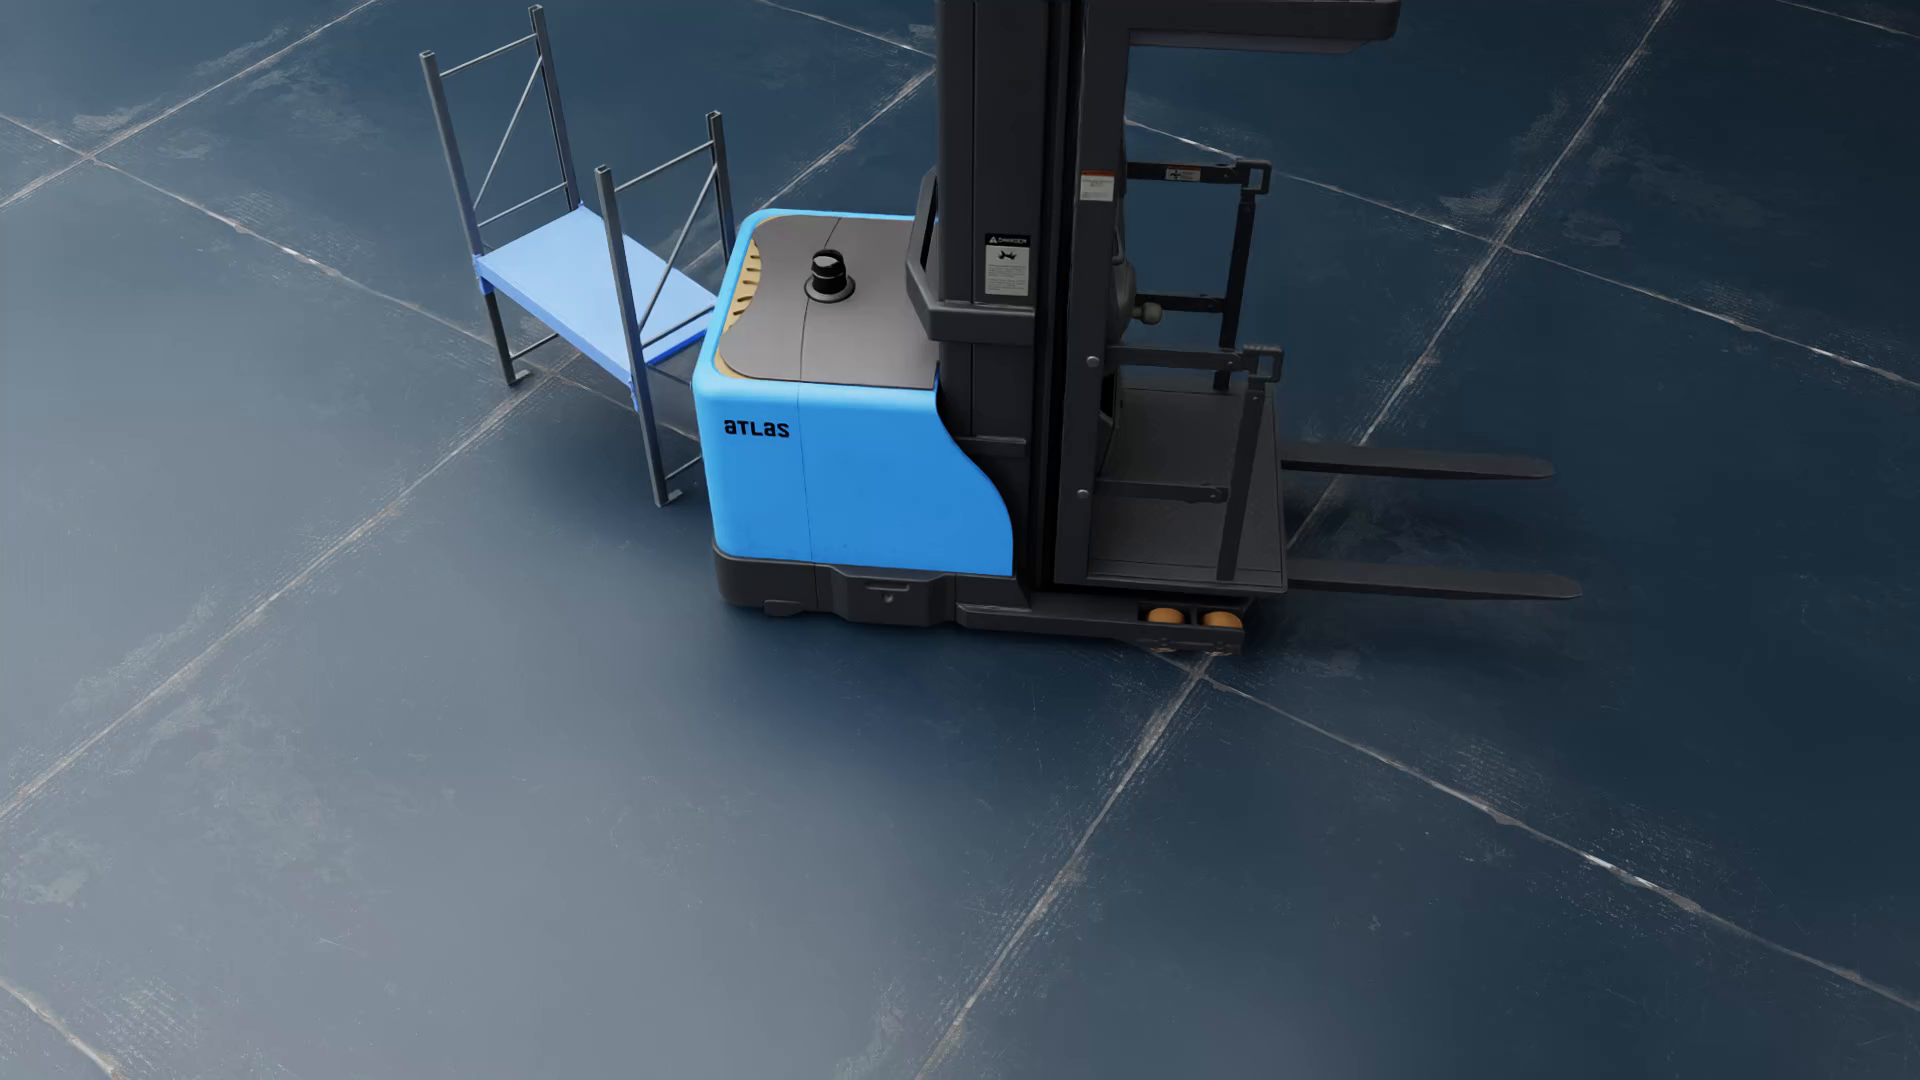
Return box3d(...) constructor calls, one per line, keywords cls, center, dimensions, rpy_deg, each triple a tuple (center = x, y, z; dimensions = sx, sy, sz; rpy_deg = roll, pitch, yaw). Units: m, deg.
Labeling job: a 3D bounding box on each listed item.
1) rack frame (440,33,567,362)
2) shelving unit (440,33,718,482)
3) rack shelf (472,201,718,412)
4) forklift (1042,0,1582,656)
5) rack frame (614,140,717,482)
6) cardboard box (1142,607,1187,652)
box3d(cls="rack frame", center=(-1.703, -1.292, 6.460), dimensions=(0.013, 1.308, 0.475), rpy_deg=(36, 55, 29))
box3d(cls="shelving unit", center=(-1.342, -1.036, 6.211), dimensions=(1.030, 1.308, 0.538), rpy_deg=(36, 55, 29))
box3d(cls="rack shelf", center=(-1.342, -0.910, 6.340), dimensions=(1.000, 0.185, 0.538), rpy_deg=(36, 55, 29))
box3d(cls="forklift", center=(0.678, -1.012, 5.189), dimensions=(3.031, 2.935, 1.121), rpy_deg=(4, 46, 4))
box3d(cls="rack frame", center=(-0.983, -0.778, 5.960), dimensions=(0.013, 1.308, 0.475), rpy_deg=(36, 55, 29))
box3d(cls="cardboard box", center=(0.718, 0.314, 5.835), dimensions=(0.196, 0.156, 0.181), rpy_deg=(24, 50, 21))
